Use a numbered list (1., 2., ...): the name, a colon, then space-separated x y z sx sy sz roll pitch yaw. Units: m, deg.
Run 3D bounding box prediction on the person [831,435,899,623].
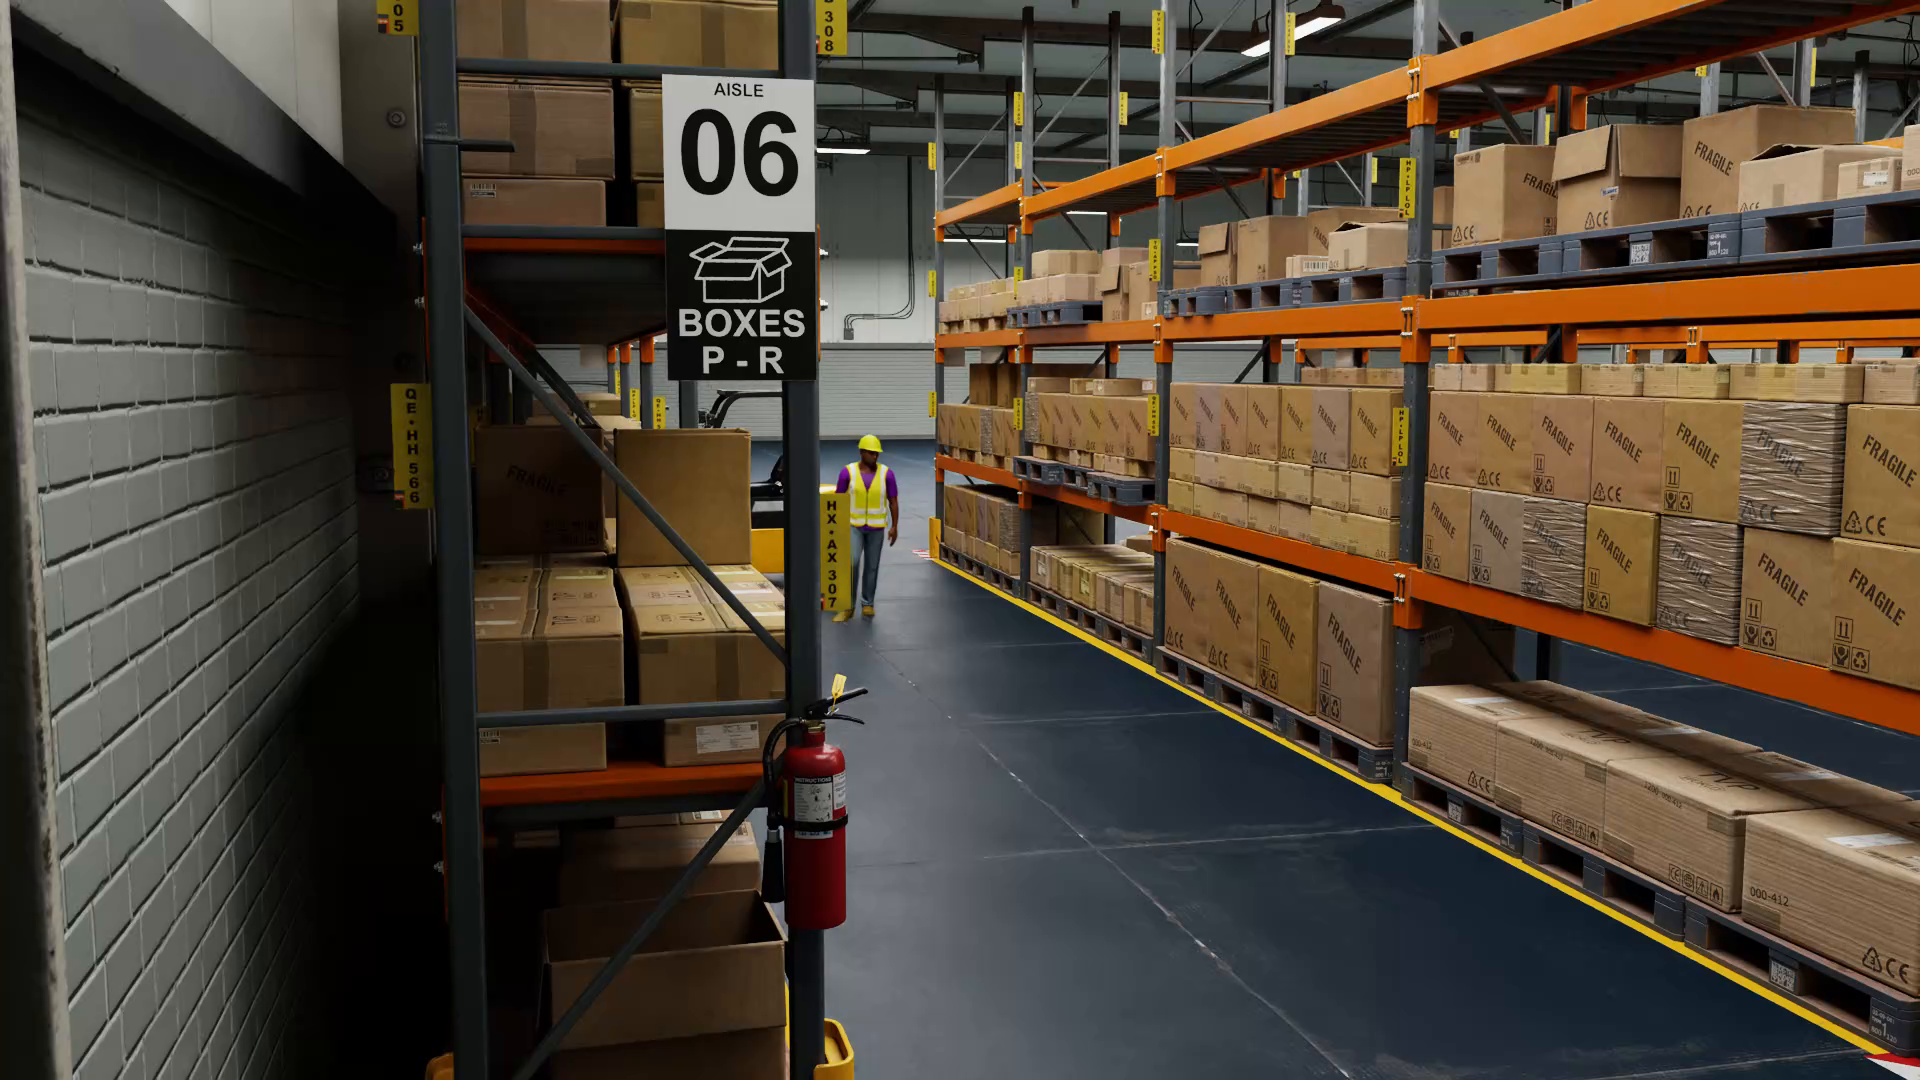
1. person: -0.921 -0.103 15.891 0.665 1.809 0.522 -1 6 -10
